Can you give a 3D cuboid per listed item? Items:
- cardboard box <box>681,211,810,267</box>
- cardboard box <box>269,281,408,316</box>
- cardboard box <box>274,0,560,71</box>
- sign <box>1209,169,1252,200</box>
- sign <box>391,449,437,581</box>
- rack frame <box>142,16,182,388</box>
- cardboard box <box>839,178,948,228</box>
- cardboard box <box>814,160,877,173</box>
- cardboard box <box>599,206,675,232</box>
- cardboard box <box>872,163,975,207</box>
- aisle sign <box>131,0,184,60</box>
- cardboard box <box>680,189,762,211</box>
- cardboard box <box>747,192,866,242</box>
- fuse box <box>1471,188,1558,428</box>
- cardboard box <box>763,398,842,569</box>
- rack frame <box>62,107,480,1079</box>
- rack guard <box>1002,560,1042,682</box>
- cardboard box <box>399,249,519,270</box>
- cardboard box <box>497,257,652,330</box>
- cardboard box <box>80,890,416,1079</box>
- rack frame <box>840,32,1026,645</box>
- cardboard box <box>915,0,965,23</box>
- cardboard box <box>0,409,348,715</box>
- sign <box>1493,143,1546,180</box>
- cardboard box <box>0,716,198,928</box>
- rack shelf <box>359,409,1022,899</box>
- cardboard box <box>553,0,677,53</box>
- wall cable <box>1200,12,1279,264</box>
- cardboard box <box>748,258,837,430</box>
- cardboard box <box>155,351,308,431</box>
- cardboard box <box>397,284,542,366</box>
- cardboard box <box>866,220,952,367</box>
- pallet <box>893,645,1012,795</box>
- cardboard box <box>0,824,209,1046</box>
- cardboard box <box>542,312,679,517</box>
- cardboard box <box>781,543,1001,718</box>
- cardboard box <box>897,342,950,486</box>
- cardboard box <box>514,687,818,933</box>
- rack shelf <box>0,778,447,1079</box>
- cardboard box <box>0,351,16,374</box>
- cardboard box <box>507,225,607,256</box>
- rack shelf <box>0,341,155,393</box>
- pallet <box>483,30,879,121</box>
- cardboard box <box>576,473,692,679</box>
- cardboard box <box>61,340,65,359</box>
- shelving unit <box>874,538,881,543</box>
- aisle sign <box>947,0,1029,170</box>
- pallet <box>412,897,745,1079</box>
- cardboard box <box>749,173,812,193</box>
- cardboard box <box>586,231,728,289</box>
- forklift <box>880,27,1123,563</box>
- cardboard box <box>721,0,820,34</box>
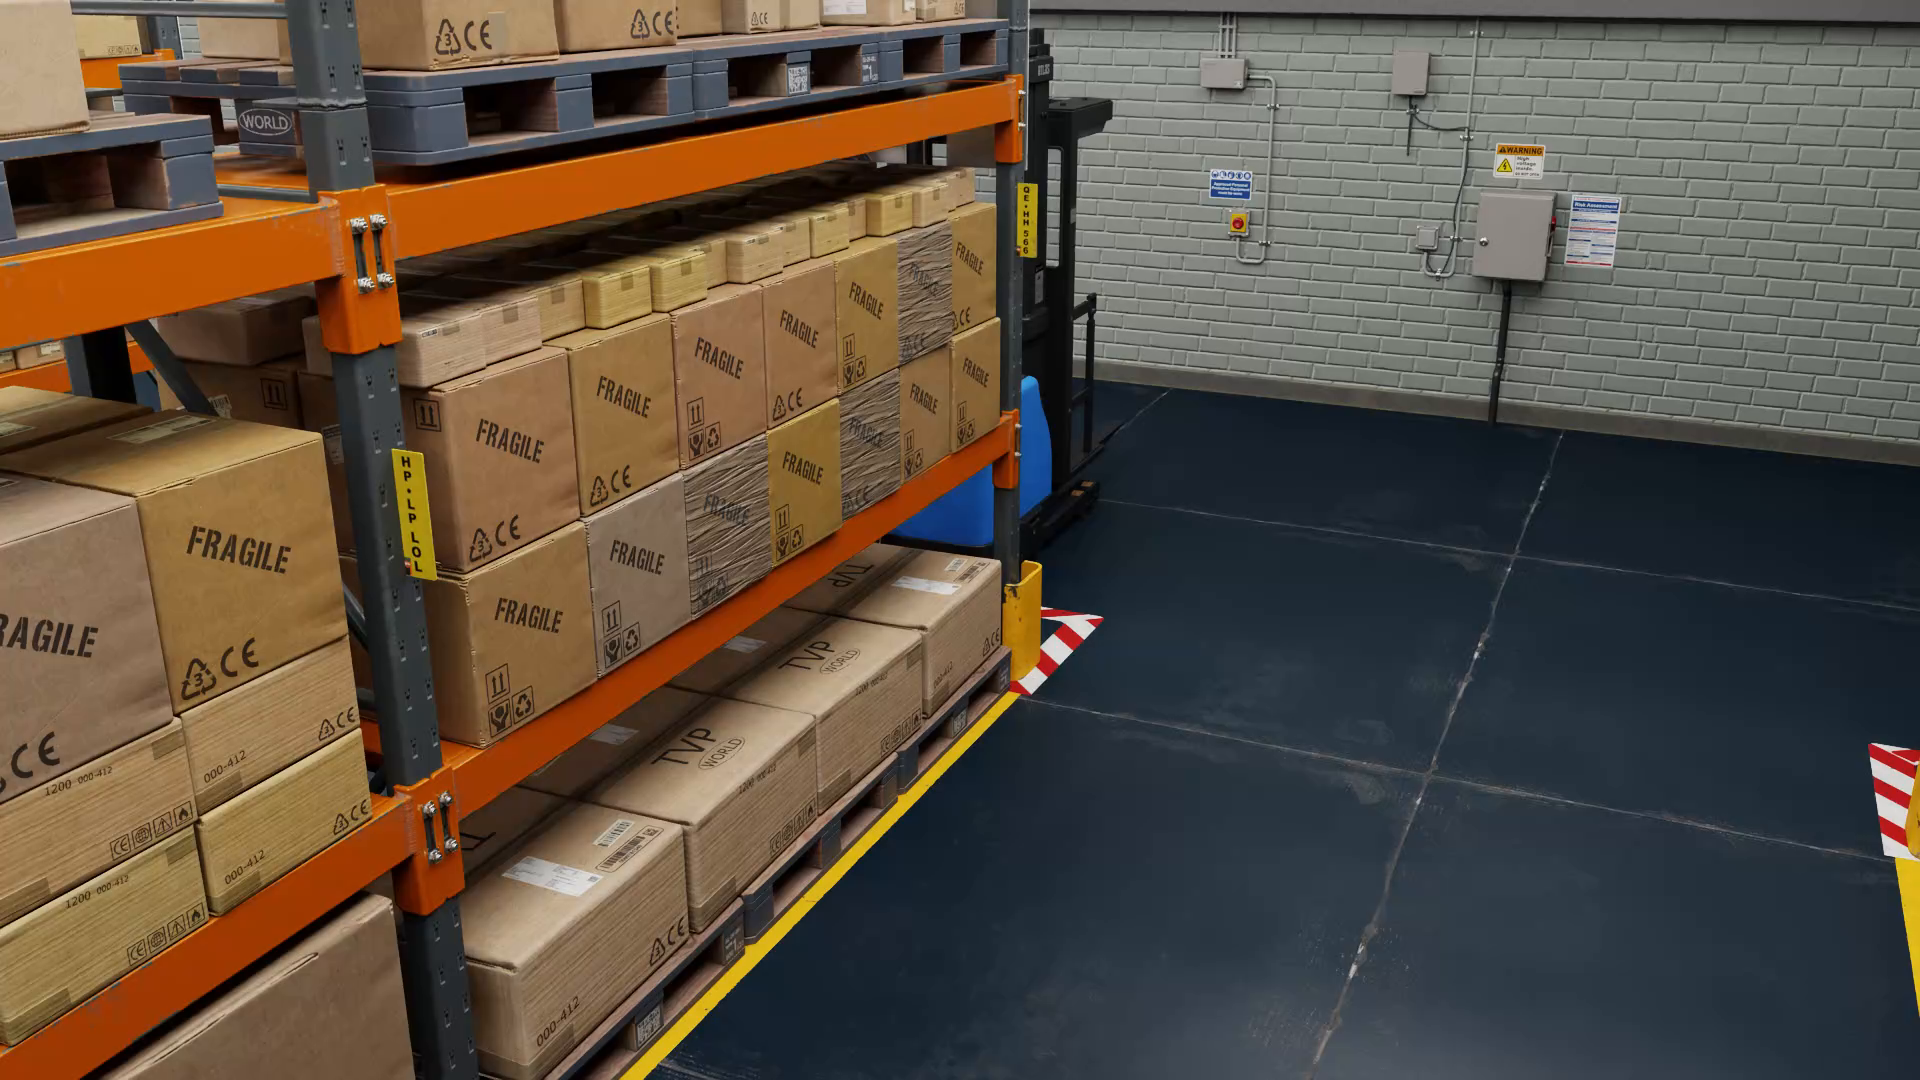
[{"bbox_3d":[-0.754,-1.058,5.857,0.380,0.149,0.250,9,22,24],"label":"cardboard box"},{"bbox_3d":[-1.788,-0.651,4.713,0.380,0.149,0.250,9,22,24],"label":"cardboard box"},{"bbox_3d":[-1.398,-1.480,4.252,0.500,0.500,0.500,9,21,24],"label":"cardboard box"},{"bbox_3d":[2.076,-2.726,12.754,0.327,0.218,0.001,9,21,23],"label":"sign"},{"bbox_3d":[-1.332,-0.060,4.052,0.100,0.325,0.005,9,21,23],"label":"sign"},{"bbox_3d":[-4.750,-1.495,9.695,1.000,3.000,0.127,9,21,23],"label":"rack frame"},{"bbox_3d":[-0.268,-1.362,6.711,0.380,0.149,0.250,8,21,22],"label":"cardboard box"},{"bbox_3d":[-0.591,-1.600,7.381,0.380,0.149,0.250,9,21,24],"label":"cardboard box"},{"bbox_3d":[-1.264,-1.131,6.064,0.380,0.149,0.250,8,21,21],"label":"cardboard box"},{"bbox_3d":[-0.157,-1.533,7.193,0.380,0.149,0.250,9,21,23],"label":"cardboard box"},{"bbox_3d":[-4.447,-2.701,9.206,0.394,0.787,0.004,9,21,23],"label":"aisle sign"},{"bbox_3d":[-0.995,-1.276,6.470,0.380,0.149,0.250,9,21,23],"label":"cardboard box"},{"bbox_3d":[-0.581,-1.220,6.313,0.380,0.149,0.250,8,21,22],"label":"cardboard box"},{"bbox_3d":[3.951,-1.633,12.008,0.539,1.711,0.414,9,21,23],"label":"fuse box"},{"bbox_3d":[-0.770,-0.240,6.018,0.500,0.500,0.500,9,22,24],"label":"cardboard box"},{"bbox_3d":[-1.831,0.376,4.434,1.000,3.000,0.127,9,21,23],"label":"rack frame"},{"bbox_3d":[-0.183,0.324,8.312,1.175,0.500,0.348,9,21,23],"label":"rack guard"},{"bbox_3d":[-1.590,-0.806,5.148,0.380,0.149,0.250,8,21,22],"label":"cardboard box"},{"bbox_3d":[-1.151,-0.740,4.965,0.380,0.149,0.250,8,21,22],"label":"cardboard box"},{"bbox_3d":[-2.012,1.380,4.156,0.875,0.875,0.875,9,22,24],"label":"cardboard box"},{"bbox_3d":[-0.193,-0.846,7.872,1.000,3.000,0.127,9,21,23],"label":"rack frame"},{"bbox_3d":[-0.295,-2.284,6.886,0.500,0.250,0.500,7,21,18],"label":"cardboard box"},{"bbox_3d":[-1.785,0.029,3.769,0.500,0.500,0.500,9,22,24],"label":"cardboard box"},{"bbox_3d":[3.986,-2.700,11.853,0.339,0.242,0.001,9,21,23],"label":"sign"},{"bbox_3d":[-1.988,0.533,3.470,0.500,0.250,0.500,9,22,24],"label":"cardboard box"},{"bbox_3d":[-1.012,0.104,6.273,1.077,0.370,4.000,9,21,23],"label":"rack shelf"},{"bbox_3d":[-1.308,-1.747,4.998,0.797,0.503,0.637,10,22,27],"label":"cardboard box"},{"bbox_3d":[2.095,-3.067,12.552,0.585,1.953,0.123,9,21,23],"label":"wall cable"},{"bbox_3d":[-0.774,-0.717,5.866,0.500,0.500,0.500,8,21,22],"label":"cardboard box"},{"bbox_3d":[-1.890,-0.324,4.762,0.500,0.500,0.500,8,21,22],"label":"cardboard box"},{"bbox_3d":[-1.375,-0.589,4.538,0.380,0.149,0.250,9,21,24],"label":"cardboard box"},{"bbox_3d":[-0.360,-1.021,6.721,0.500,0.500,0.500,9,21,23],"label":"cardboard box"},{"bbox_3d":[-0.449,0.723,7.622,1.003,0.211,1.213,9,21,23],"label":"pallet"},{"bbox_3d":[-1.994,0.774,3.539,0.500,0.250,0.500,8,21,22],"label":"cardboard box"},{"bbox_3d":[-1.203,-0.408,4.997,0.500,0.500,0.500,8,21,22],"label":"cardboard box"},{"bbox_3d":[-0.372,0.378,7.625,0.875,0.438,0.875,8,21,21],"label":"cardboard box"},{"bbox_3d":[-0.368,-0.558,6.913,0.500,0.500,0.500,8,21,22],"label":"cardboard box"},{"bbox_3d":[-1.110,0.935,6.061,0.875,0.438,0.875,8,21,21],"label":"cardboard box"},{"bbox_3d":[-2.650,1.327,2.835,1.077,0.370,4.000,9,21,23],"label":"rack shelf"},{"bbox_3d":[-5.069,-0.931,8.484,0.380,0.149,0.250,8,21,20],"label":"cardboard box"},{"bbox_3d":[-1.414,-0.967,5.603,0.380,0.149,0.250,8,21,22],"label":"cardboard box"},{"bbox_3d":[-5.569,-0.544,8.096,1.077,0.370,4.000,9,21,23],"label":"rack shelf"},{"bbox_3d":[-0.985,-1.615,5.690,1.003,0.211,1.213,9,21,23],"label":"pallet"},{"bbox_3d":[-1.190,0.069,5.150,0.500,0.500,0.500,9,21,23],"label":"cardboard box"},{"bbox_3d":[-4.851,-1.088,8.927,0.380,0.149,0.250,8,21,22],"label":"cardboard box"},{"bbox_3d":[-0.718,-0.670,8.720,0.431,2.100,0.503,7,21,20],"label":"shelving unit"},{"bbox_3d":[0.119,-2.051,7.379,0.394,0.787,0.004,9,21,23],"label":"aisle sign"},{"bbox_3d":[-1.448,1.469,5.524,1.003,0.211,1.213,9,21,23],"label":"pallet"},{"bbox_3d":[-0.844,-1.446,6.949,0.380,0.149,0.250,9,22,24],"label":"cardboard box"},{"bbox_3d":[-0.988,-0.906,5.429,0.380,0.149,0.250,8,21,23],"label":"cardboard box"},{"bbox_3d":[0.243,-1.576,10.025,1.130,2.935,3.031,8,21,21],"label":"forklift"},{"bbox_3d":[-0.852,-2.012,6.030,0.500,0.311,0.500,9,21,24],"label":"cardboard box"}]
